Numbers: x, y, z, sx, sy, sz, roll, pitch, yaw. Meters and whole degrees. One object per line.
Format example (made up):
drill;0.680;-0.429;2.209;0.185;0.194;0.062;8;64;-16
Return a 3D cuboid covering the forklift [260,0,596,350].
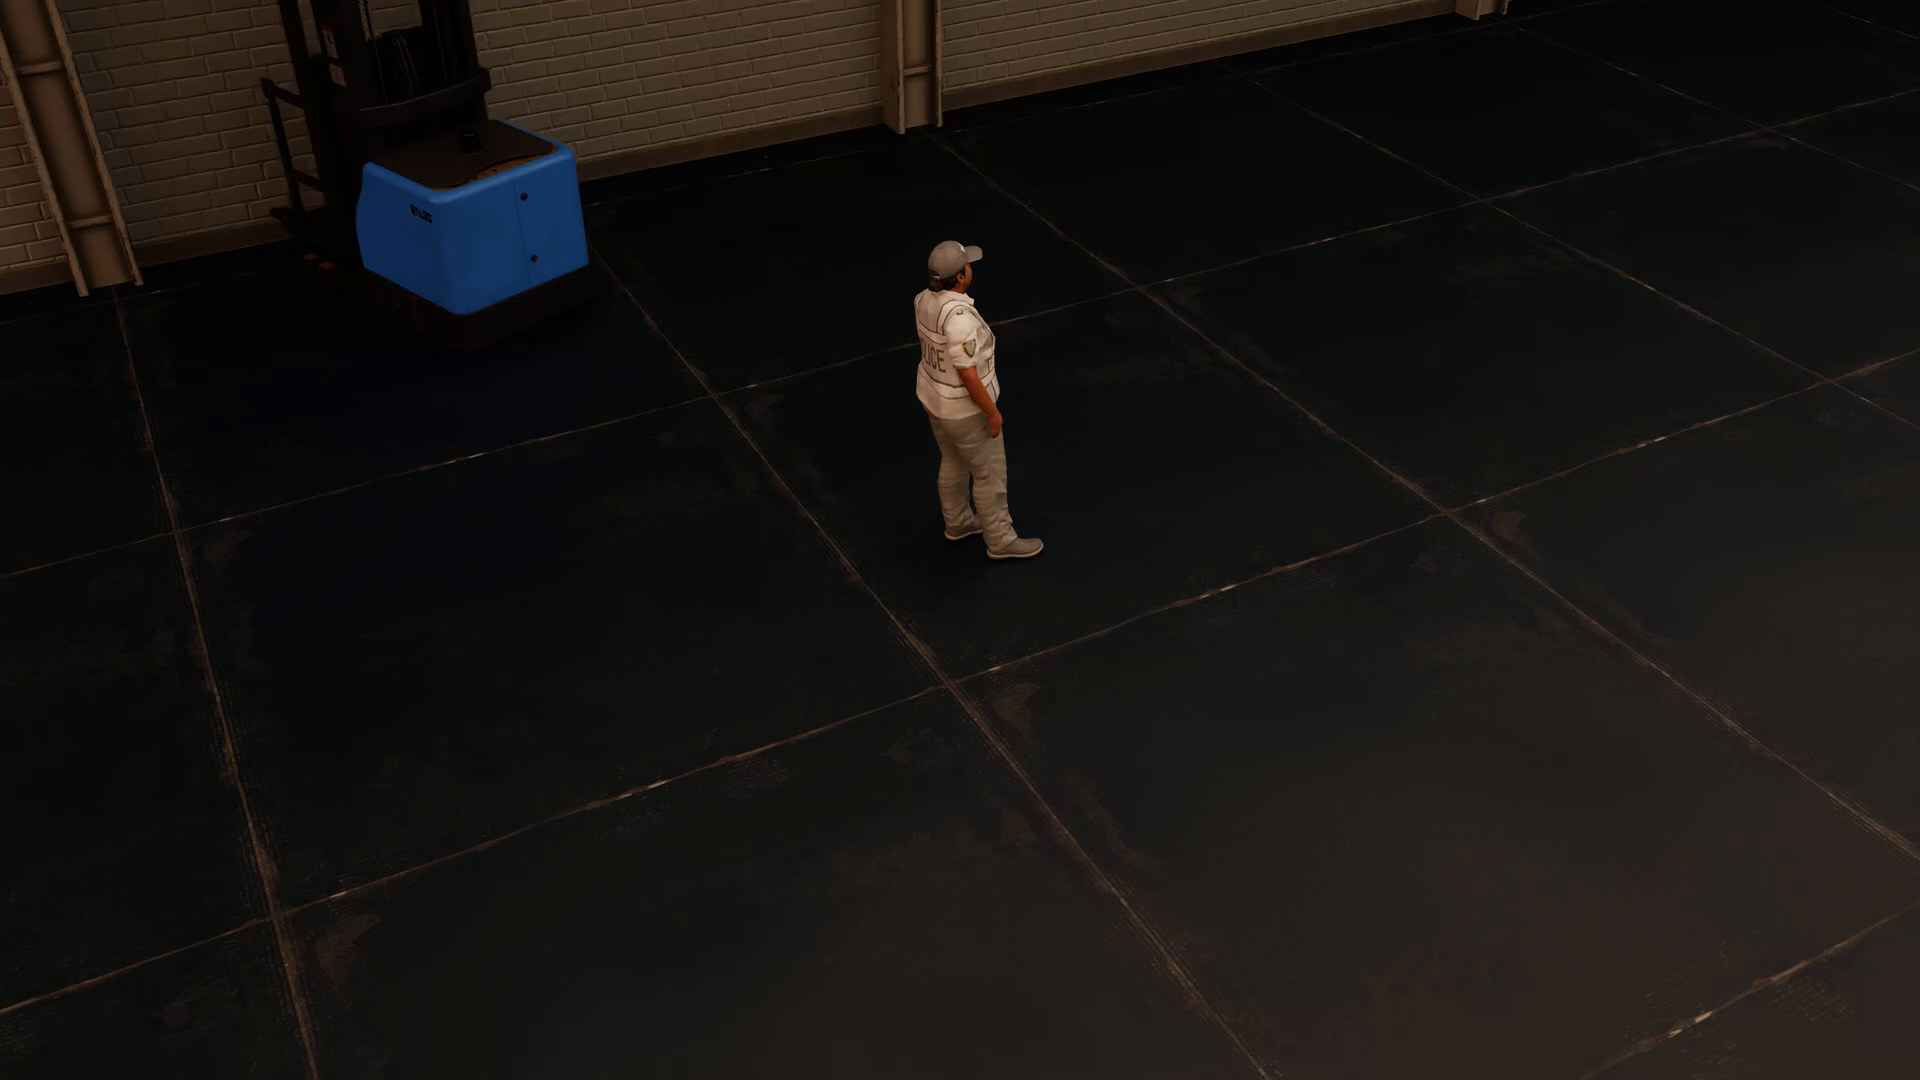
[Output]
forklift;-3.799;-3.075;10.473;3.031;2.935;1.130;27;43;33

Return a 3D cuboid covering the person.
person;0.079;-0.697;8.190;0.527;1.670;0.598;-17;39;-23
